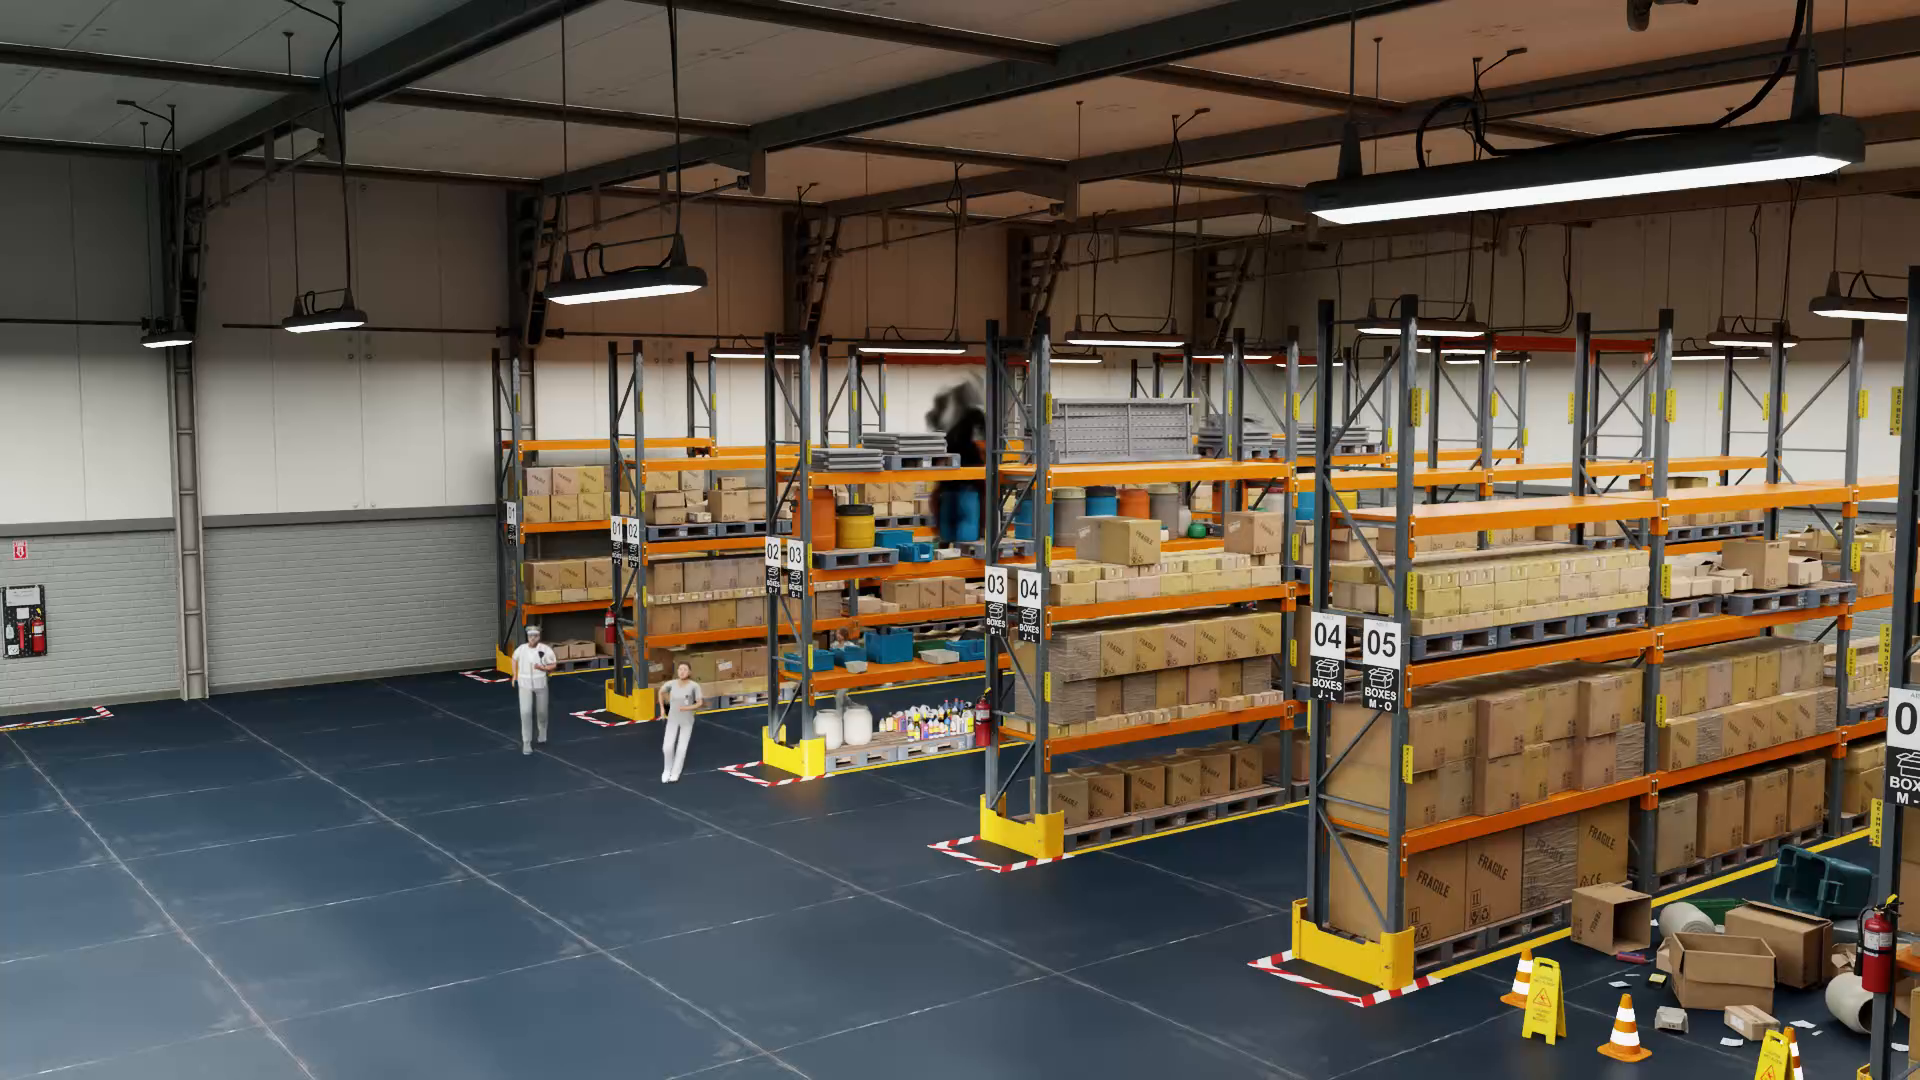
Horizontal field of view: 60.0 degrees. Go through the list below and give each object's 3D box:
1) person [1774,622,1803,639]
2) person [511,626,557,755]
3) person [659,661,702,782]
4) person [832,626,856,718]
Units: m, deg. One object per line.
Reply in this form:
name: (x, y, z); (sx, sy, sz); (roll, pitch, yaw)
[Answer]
person: (14.688, 1.726, 29.657); (0.533, 1.640, 0.776); (-2, 5, -19)
person: (-6.200, 2.143, 24.209); (0.651, 1.807, 0.915); (-1, 5, -12)
person: (-3.699, 2.409, 22.014); (0.579, 1.624, 0.591); (-1, 5, -8)
person: (-1.793, 2.110, 25.468); (0.535, 1.592, 0.887); (4, 6, 37)
